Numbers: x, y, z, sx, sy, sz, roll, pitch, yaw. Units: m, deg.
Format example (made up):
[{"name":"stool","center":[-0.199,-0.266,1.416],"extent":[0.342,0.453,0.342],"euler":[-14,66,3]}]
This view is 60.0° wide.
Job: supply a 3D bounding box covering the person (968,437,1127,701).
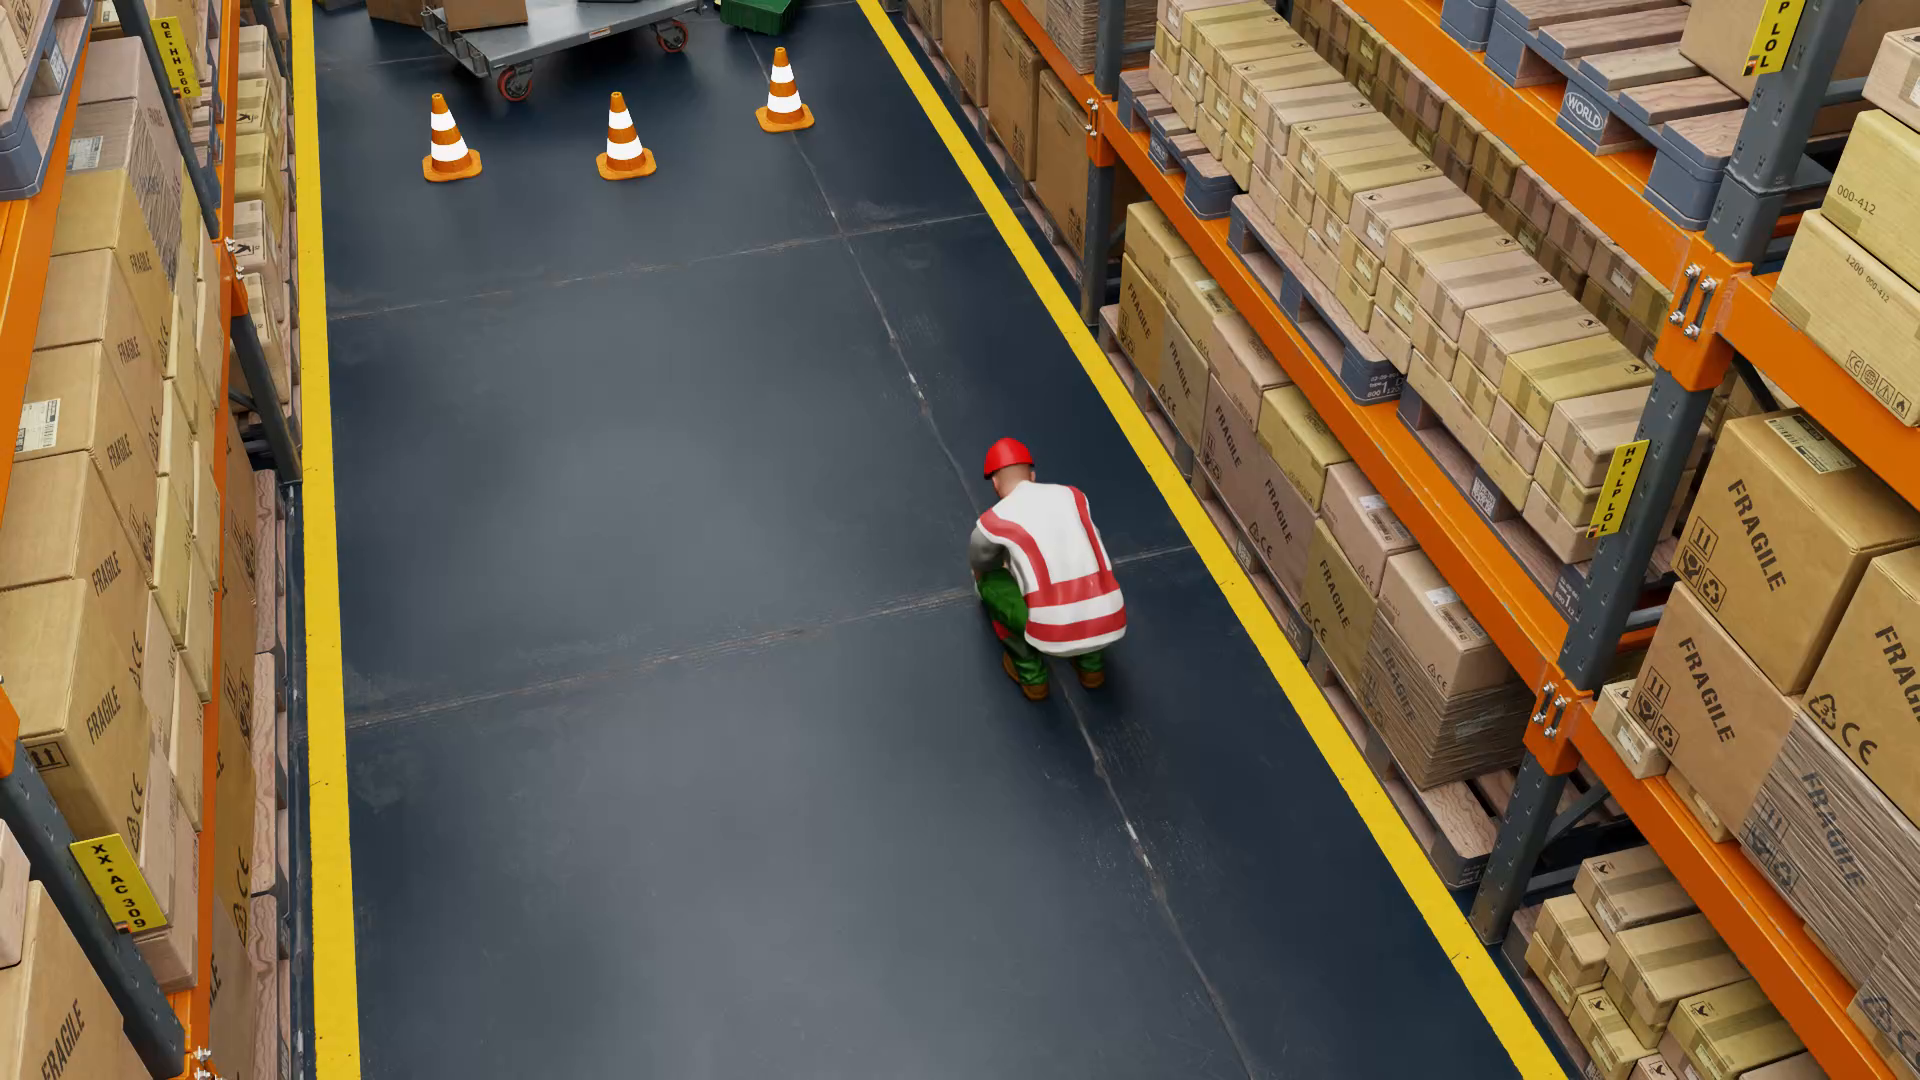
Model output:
[{"name":"person","center":[0.338,0.145,6.699],"extent":[0.560,0.874,0.892],"euler":[-11,43,-12]}]
